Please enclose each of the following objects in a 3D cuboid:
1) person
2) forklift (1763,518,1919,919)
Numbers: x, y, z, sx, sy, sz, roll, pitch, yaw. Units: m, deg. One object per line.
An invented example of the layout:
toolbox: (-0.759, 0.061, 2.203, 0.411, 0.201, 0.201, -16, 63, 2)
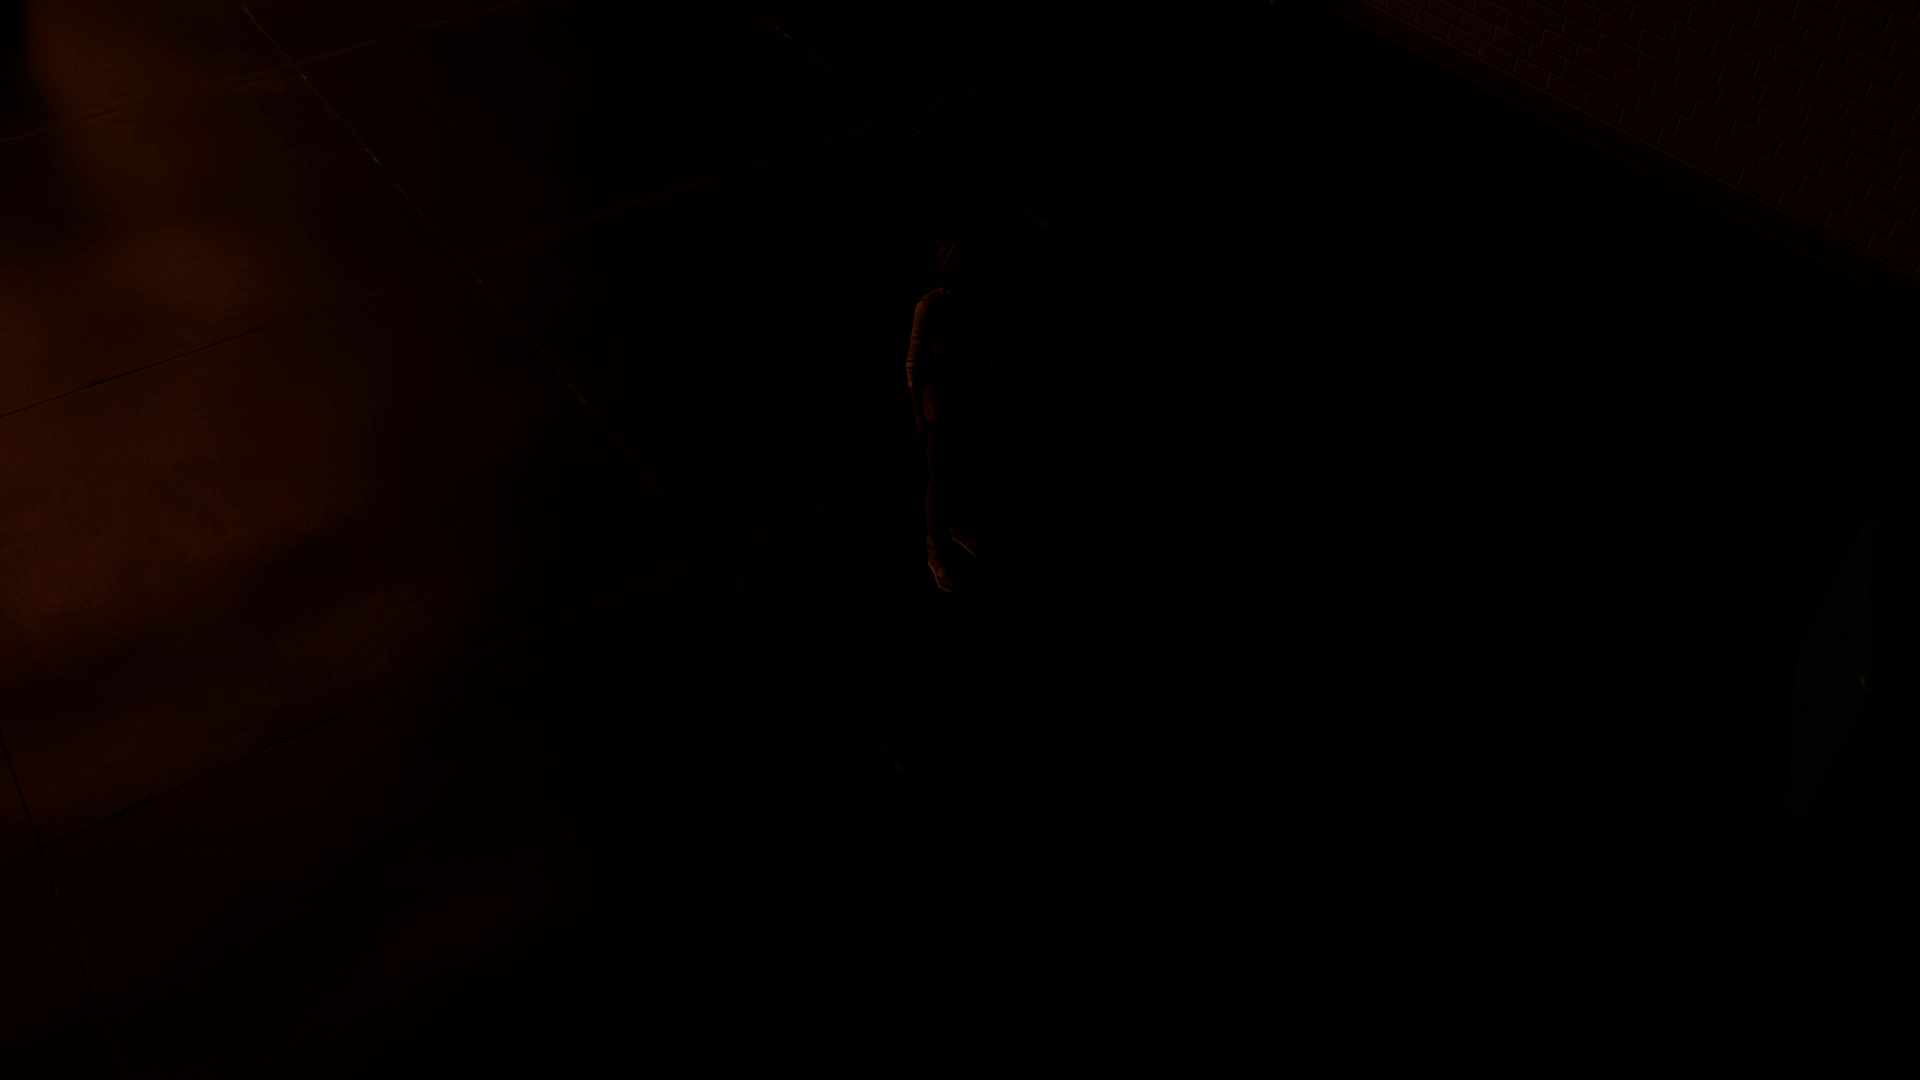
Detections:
person: (0.031, -0.546, 7.281, 0.520, 1.599, 0.473, -25, 48, -25)
forklift: (4.692, 0.290, 5.401, 3.031, 2.935, 1.130, 16, 45, 16)
